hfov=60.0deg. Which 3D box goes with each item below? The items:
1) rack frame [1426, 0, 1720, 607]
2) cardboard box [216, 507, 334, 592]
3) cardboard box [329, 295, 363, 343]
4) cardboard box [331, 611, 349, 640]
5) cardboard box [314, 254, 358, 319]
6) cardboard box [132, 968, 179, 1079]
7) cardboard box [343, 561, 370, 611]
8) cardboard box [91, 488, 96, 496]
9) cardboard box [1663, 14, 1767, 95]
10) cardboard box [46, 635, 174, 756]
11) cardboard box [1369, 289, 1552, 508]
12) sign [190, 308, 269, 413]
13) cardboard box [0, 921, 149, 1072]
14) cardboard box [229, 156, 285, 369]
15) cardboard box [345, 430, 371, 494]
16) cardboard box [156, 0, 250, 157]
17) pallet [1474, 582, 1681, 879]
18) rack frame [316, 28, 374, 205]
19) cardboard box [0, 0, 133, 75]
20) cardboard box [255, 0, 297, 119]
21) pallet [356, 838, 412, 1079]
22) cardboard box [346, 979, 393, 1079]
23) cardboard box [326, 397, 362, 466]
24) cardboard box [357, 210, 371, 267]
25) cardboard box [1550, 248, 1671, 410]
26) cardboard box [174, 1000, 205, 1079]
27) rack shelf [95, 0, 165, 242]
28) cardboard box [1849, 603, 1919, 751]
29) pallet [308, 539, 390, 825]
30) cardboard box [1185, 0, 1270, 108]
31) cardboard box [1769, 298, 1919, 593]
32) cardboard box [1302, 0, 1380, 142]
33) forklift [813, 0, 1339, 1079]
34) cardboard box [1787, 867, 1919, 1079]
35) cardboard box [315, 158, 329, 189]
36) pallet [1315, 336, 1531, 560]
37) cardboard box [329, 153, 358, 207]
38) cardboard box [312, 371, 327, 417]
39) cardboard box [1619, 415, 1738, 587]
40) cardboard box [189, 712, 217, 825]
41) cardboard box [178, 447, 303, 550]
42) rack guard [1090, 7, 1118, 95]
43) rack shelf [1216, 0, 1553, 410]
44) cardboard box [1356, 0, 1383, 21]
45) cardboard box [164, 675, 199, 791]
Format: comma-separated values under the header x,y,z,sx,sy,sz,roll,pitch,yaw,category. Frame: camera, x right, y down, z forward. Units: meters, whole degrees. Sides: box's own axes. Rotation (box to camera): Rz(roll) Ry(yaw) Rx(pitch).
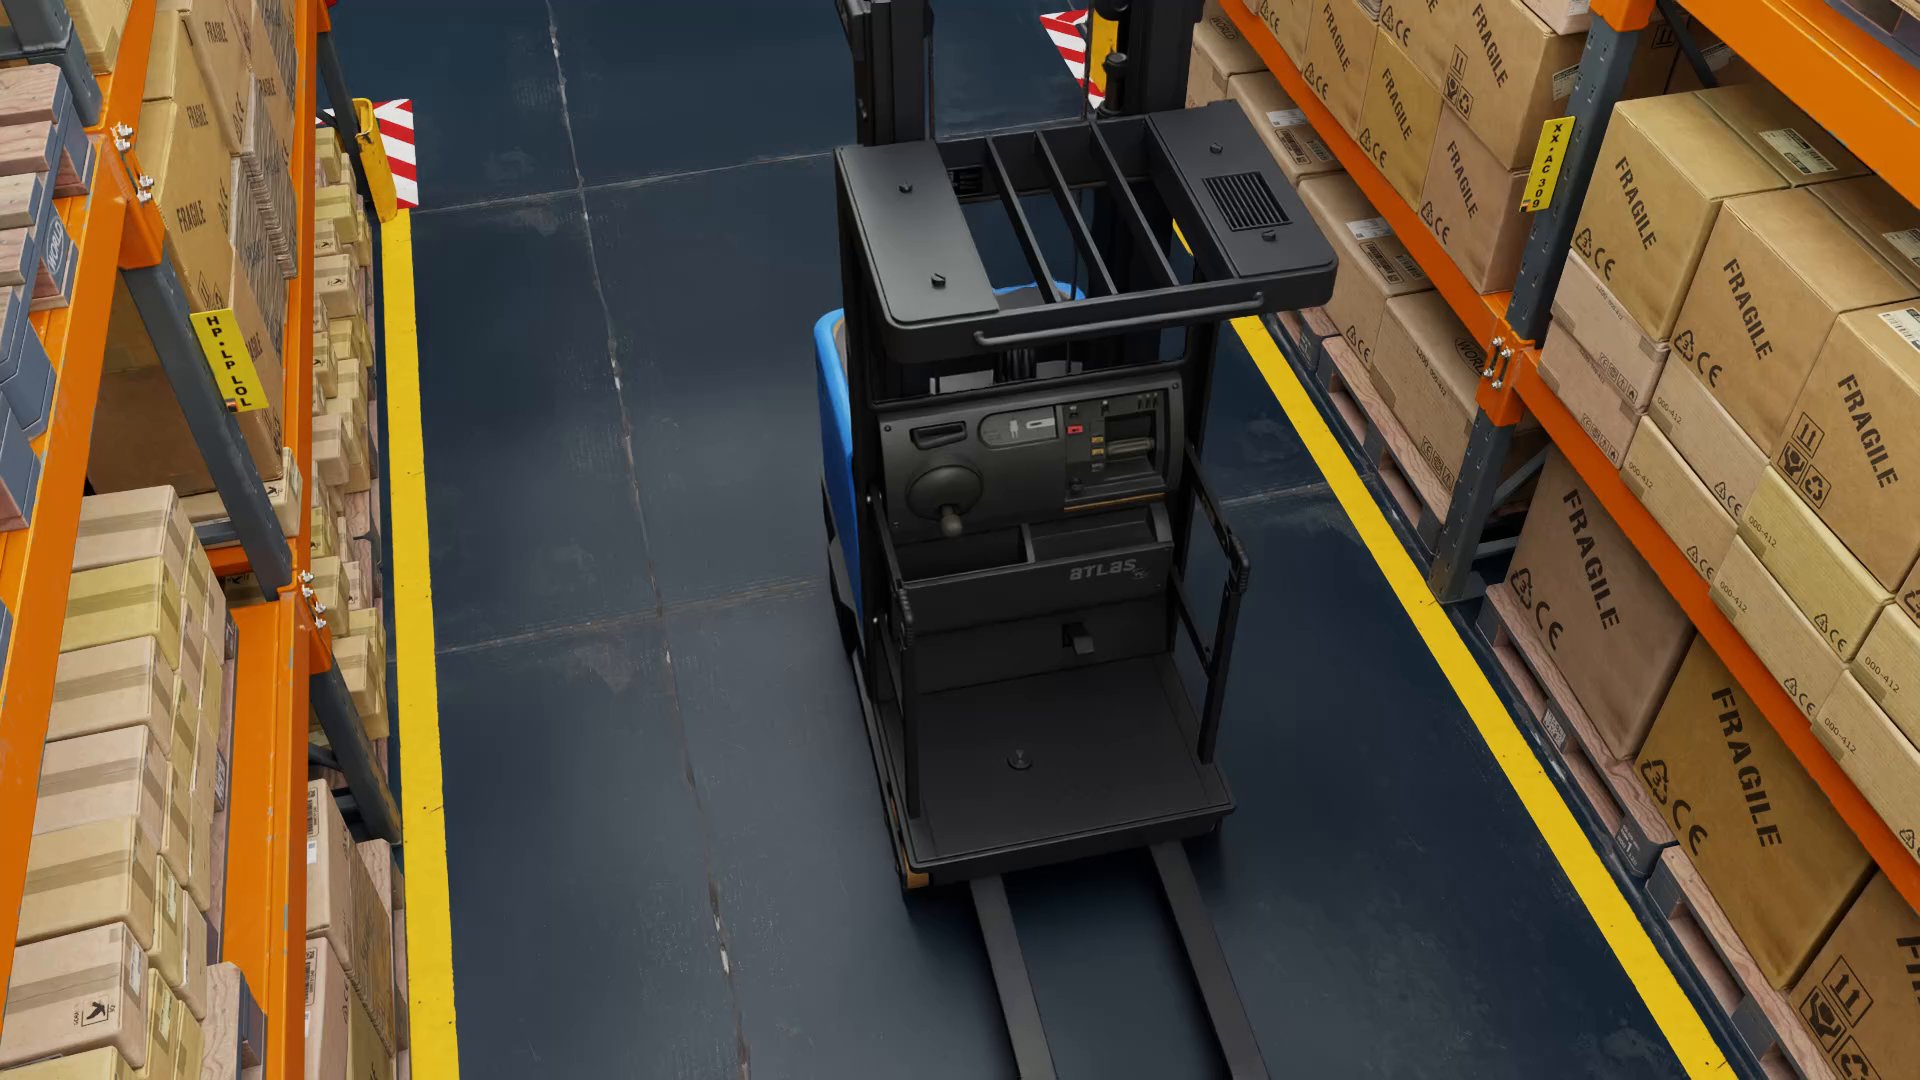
x,y,z,sx,sy,sz,roll,pitch,yaw,category
2.342,-0.925,5.556,1.000,3.000,0.127,-11,47,-10,rack frame
-2.431,0.051,5.886,0.380,0.149,0.250,-11,47,-11,cardboard box
-2.750,-0.939,7.064,0.380,0.149,0.250,-10,46,-10,cardboard box
-2.352,0.330,5.820,0.380,0.149,0.250,-10,46,-10,cardboard box
-2.735,-1.044,6.959,0.380,0.149,0.250,-9,46,-9,cardboard box
-1.783,1.035,3.309,0.380,0.149,0.250,-11,47,-10,cardboard box
-2.382,0.245,6.112,0.380,0.149,0.250,-11,47,-11,cardboard box
-2.717,-0.016,4.841,0.380,0.149,0.250,-11,47,-11,cardboard box
2.454,-1.683,5.529,0.500,0.500,0.500,-10,46,-10,cardboard box
-1.992,0.389,3.734,0.380,0.149,0.250,-12,47,-12,cardboard box
2.285,-0.628,6.765,0.875,0.438,0.875,-11,47,-11,cardboard box
-1.882,-0.459,4.289,0.100,0.325,0.005,-11,47,-10,sign
-1.793,0.924,3.209,0.380,0.149,0.250,-13,47,-12,cardboard box
-2.434,-0.817,5.172,0.500,0.500,0.500,-11,47,-10,cardboard box
-2.571,-0.297,6.643,0.380,0.149,0.250,-12,47,-11,cardboard box
-2.544,-1.503,5.145,0.500,0.500,0.500,-10,46,-10,cardboard box
2.612,0.570,6.043,1.003,0.211,1.213,-11,47,-10,pallet
-3.441,-2.711,7.307,1.000,3.000,0.127,-11,47,-10,rack frame
-2.281,-1.315,3.943,0.500,0.250,0.500,-9,46,-8,cardboard box
-2.812,-1.882,6.216,0.500,0.500,0.500,-11,47,-10,cardboard box
-2.217,1.564,5.070,1.003,0.211,1.213,-11,47,-10,pallet
-1.853,1.597,4.540,0.500,0.500,0.500,-12,47,-11,cardboard box
-2.567,-0.399,6.534,0.380,0.149,0.250,-11,47,-11,cardboard box
-2.941,-1.376,7.700,0.380,0.149,0.250,-9,46,-9,cardboard box
2.182,-0.692,5.083,0.500,0.250,0.500,-12,47,-11,cardboard box
-1.788,1.128,3.426,0.380,0.149,0.250,-9,46,-9,cardboard box
-2.929,-2.129,5.139,1.077,0.370,4.000,-11,47,-10,rack shelf
2.578,0.365,4.047,0.500,0.250,0.500,-12,47,-12,cardboard box
-2.623,0.569,6.044,1.003,0.211,1.213,-11,47,-10,pallet
1.584,-2.499,8.599,0.875,0.438,0.875,-12,47,-12,cardboard box
2.460,-0.260,4.135,0.500,0.500,0.500,-12,47,-11,cardboard box
1.696,-1.932,6.473,0.500,0.500,0.500,-11,47,-11,cardboard box
0.272,-0.157,4.851,1.130,2.935,3.031,-9,46,-9,forklift
3.045,1.325,4.545,0.875,0.875,0.875,-10,46,-10,cardboard box
-3.052,-1.566,7.470,0.380,0.149,0.250,-10,46,-10,cardboard box
2.223,-0.488,7.080,1.003,0.211,1.213,-11,47,-10,pallet
-3.030,-1.652,7.763,0.380,0.149,0.250,-12,47,-11,cardboard box
-2.655,-0.489,6.414,0.380,0.149,0.250,-12,47,-12,cardboard box
2.333,-0.163,4.915,0.500,0.250,0.500,-12,47,-11,cardboard box
-1.995,0.581,3.962,0.380,0.149,0.250,-11,47,-10,cardboard box
-2.173,-0.117,4.940,0.380,0.149,0.250,-9,46,-9,cardboard box
1.312,-2.828,9.171,1.175,0.500,0.348,-11,47,-10,rack guard
1.830,-2.054,7.166,1.077,0.370,4.000,-11,47,-10,rack shelf
1.693,-2.286,6.120,0.500,0.500,0.500,-10,46,-10,cardboard box
-1.995,0.479,3.854,0.380,0.149,0.250,-9,46,-9,cardboard box
